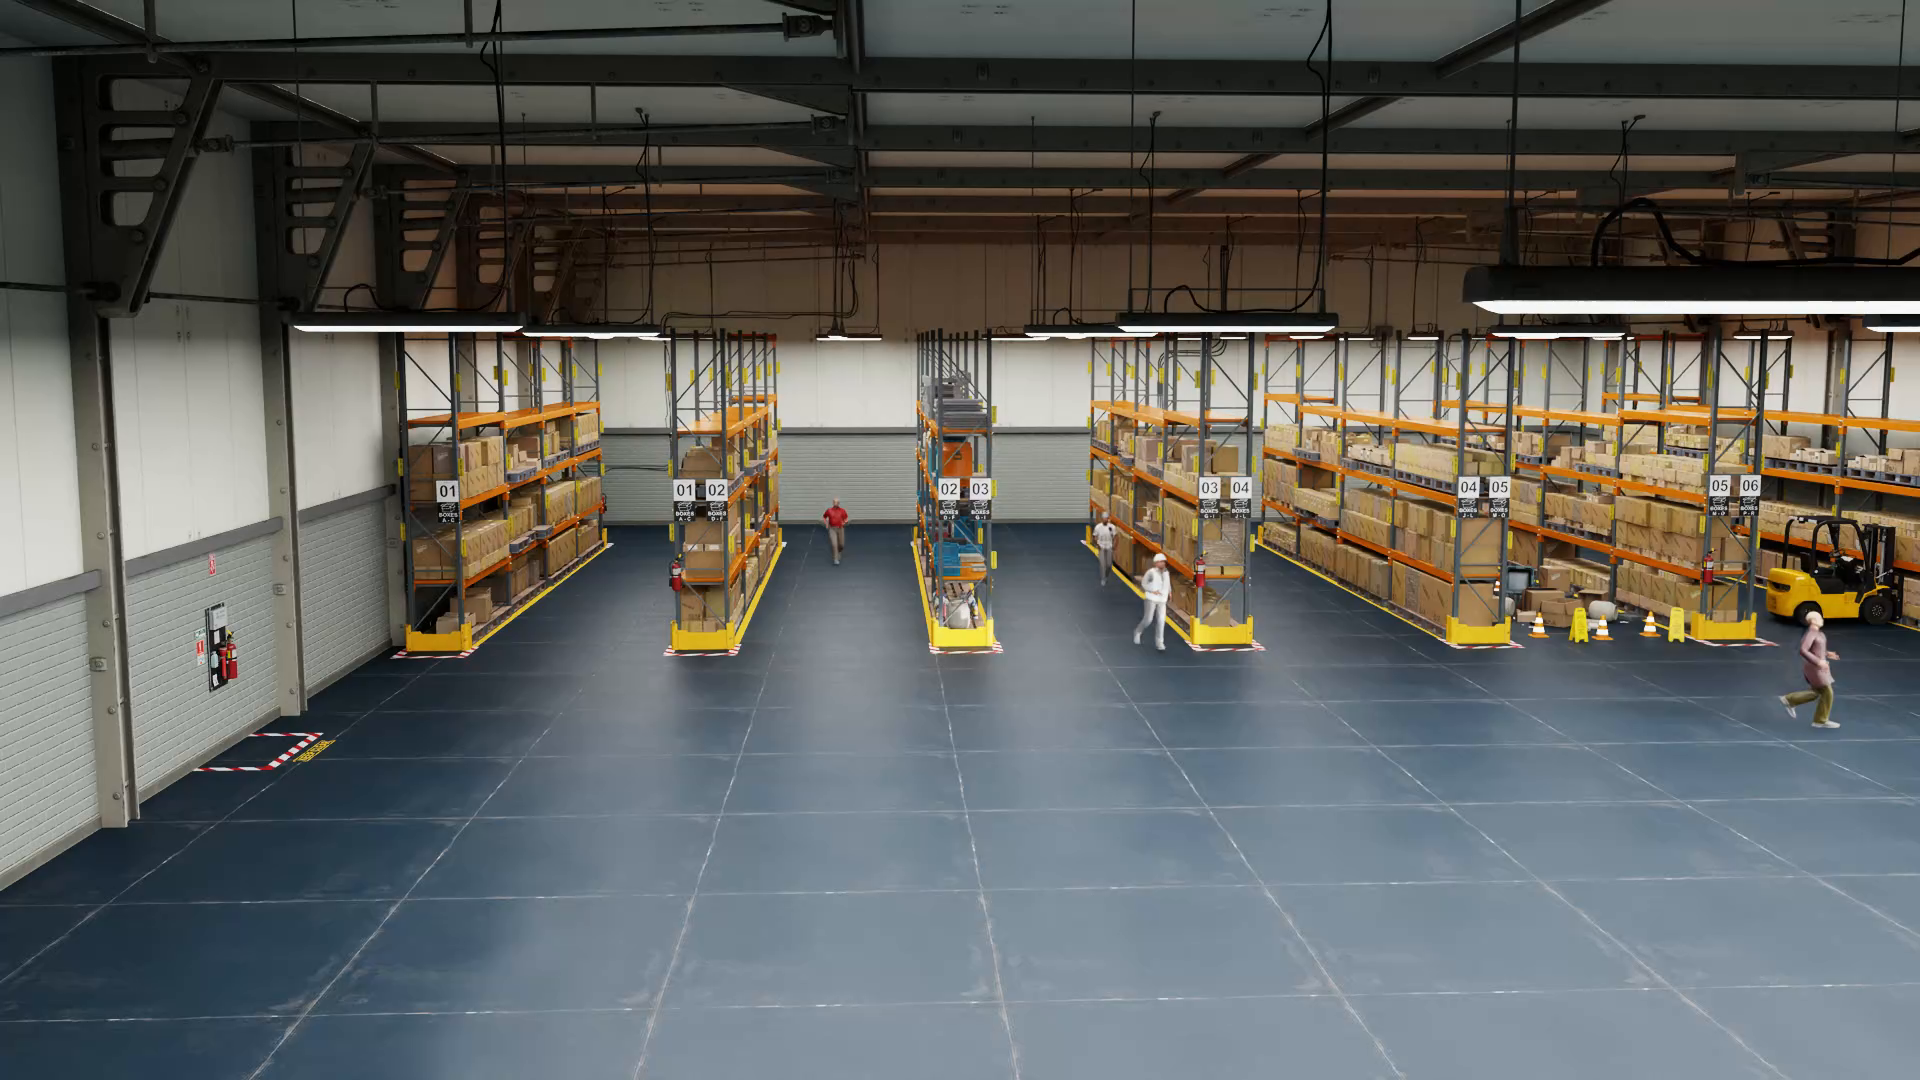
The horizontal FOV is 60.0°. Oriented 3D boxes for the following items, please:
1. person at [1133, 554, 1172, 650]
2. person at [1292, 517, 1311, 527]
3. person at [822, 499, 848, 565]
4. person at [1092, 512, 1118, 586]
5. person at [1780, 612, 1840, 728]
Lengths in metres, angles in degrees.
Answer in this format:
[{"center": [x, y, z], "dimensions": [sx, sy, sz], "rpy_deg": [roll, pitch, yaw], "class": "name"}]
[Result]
[{"center": [3.735, 1.137, 31.437], "dimensions": [0.707, 1.774, 0.885], "rpy_deg": [-3, 7, -25], "class": "person"}, {"center": [9.971, -0.846, 48.964], "dimensions": [0.641, 1.608, 0.844], "rpy_deg": [-6, 9, -39], "class": "person"}, {"center": [-3.237, -0.236, 43.454], "dimensions": [0.675, 1.688, 0.809], "rpy_deg": [-2, 7, -14], "class": "person"}, {"center": [3.284, 0.186, 37.595], "dimensions": [0.608, 1.670, 0.524], "rpy_deg": [0, 7, -3], "class": "person"}, {"center": [12.755, 1.932, 24.897], "dimensions": [0.833, 1.736, 0.716], "rpy_deg": [4, 8, 30], "class": "person"}]
